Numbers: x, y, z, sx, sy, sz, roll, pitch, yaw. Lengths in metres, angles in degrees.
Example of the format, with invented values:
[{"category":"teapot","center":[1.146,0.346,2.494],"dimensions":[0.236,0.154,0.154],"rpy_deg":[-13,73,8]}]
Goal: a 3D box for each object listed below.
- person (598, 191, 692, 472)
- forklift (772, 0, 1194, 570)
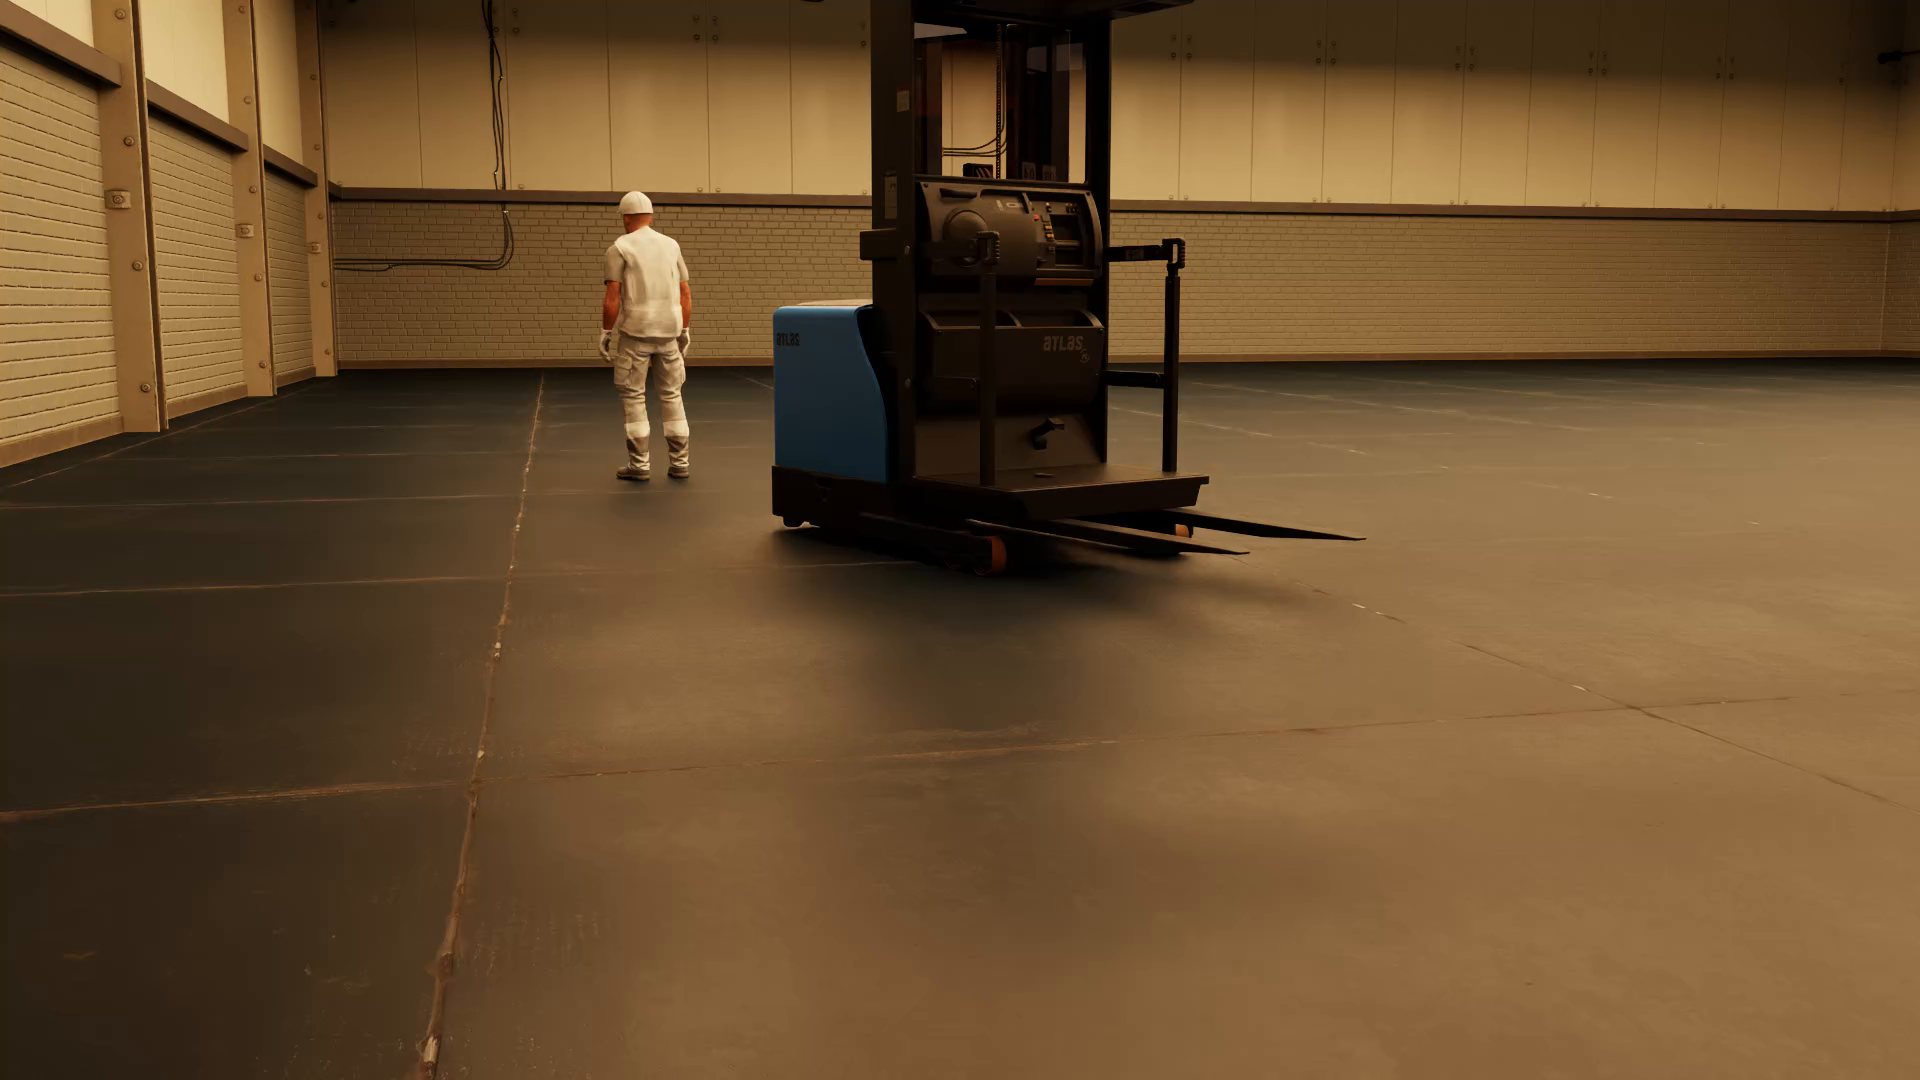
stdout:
[{"category":"person","center":[-1.958,-1.300,10.374],"dimensions":[0.623,1.723,0.445],"rpy_deg":[-6,10,-35]},{"category":"forklift","center":[0.355,-1.383,7.015],"dimensions":[1.130,2.935,3.031],"rpy_deg":[-6,10,-35]}]
